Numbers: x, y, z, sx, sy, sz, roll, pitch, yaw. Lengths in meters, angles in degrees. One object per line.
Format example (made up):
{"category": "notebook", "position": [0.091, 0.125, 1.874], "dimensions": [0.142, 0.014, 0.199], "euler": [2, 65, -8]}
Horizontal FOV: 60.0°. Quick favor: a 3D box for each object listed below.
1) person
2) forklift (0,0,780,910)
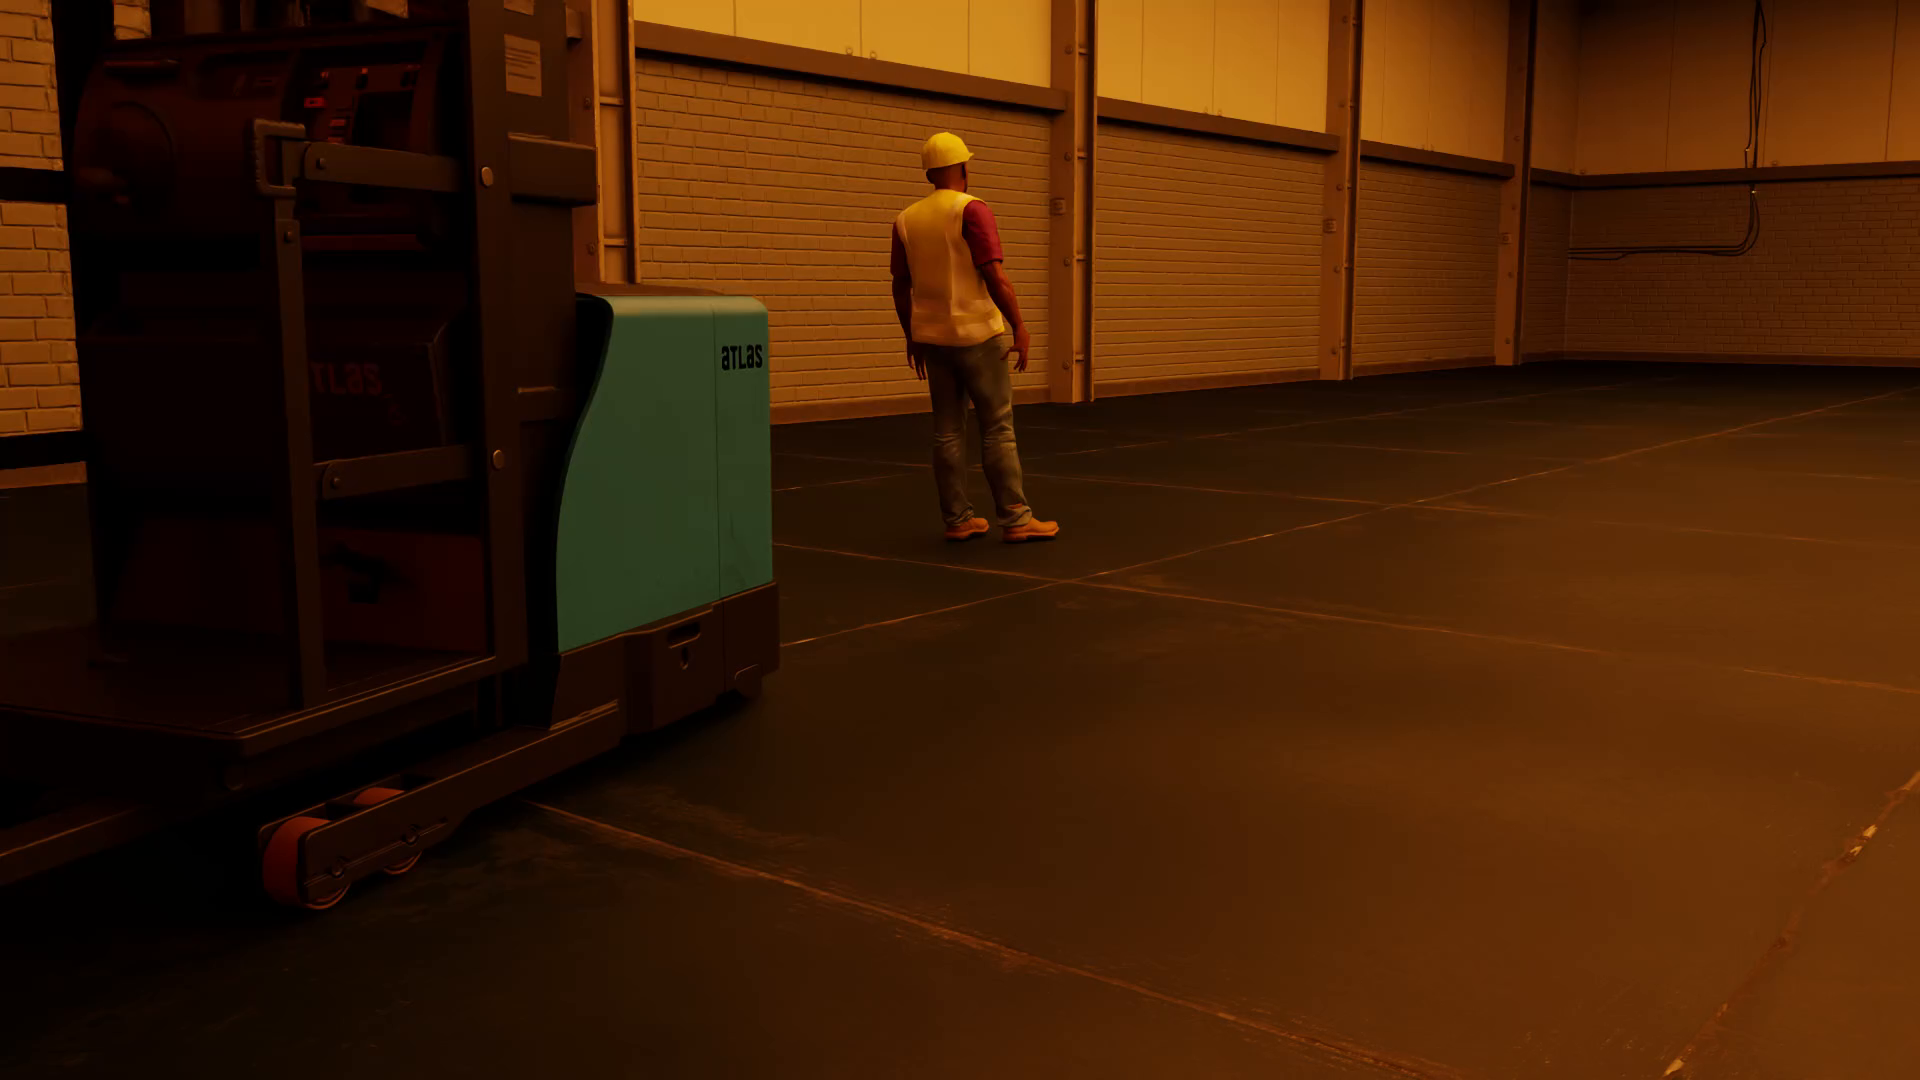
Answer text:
{"category": "person", "position": [0.048, -0.888, 7.325], "dimensions": [0.665, 1.765, 0.577], "euler": [7, 11, 38]}
{"category": "forklift", "position": [-1.508, -0.864, 3.187], "dimensions": [1.130, 2.935, 3.031], "euler": [3, 9, 22]}
